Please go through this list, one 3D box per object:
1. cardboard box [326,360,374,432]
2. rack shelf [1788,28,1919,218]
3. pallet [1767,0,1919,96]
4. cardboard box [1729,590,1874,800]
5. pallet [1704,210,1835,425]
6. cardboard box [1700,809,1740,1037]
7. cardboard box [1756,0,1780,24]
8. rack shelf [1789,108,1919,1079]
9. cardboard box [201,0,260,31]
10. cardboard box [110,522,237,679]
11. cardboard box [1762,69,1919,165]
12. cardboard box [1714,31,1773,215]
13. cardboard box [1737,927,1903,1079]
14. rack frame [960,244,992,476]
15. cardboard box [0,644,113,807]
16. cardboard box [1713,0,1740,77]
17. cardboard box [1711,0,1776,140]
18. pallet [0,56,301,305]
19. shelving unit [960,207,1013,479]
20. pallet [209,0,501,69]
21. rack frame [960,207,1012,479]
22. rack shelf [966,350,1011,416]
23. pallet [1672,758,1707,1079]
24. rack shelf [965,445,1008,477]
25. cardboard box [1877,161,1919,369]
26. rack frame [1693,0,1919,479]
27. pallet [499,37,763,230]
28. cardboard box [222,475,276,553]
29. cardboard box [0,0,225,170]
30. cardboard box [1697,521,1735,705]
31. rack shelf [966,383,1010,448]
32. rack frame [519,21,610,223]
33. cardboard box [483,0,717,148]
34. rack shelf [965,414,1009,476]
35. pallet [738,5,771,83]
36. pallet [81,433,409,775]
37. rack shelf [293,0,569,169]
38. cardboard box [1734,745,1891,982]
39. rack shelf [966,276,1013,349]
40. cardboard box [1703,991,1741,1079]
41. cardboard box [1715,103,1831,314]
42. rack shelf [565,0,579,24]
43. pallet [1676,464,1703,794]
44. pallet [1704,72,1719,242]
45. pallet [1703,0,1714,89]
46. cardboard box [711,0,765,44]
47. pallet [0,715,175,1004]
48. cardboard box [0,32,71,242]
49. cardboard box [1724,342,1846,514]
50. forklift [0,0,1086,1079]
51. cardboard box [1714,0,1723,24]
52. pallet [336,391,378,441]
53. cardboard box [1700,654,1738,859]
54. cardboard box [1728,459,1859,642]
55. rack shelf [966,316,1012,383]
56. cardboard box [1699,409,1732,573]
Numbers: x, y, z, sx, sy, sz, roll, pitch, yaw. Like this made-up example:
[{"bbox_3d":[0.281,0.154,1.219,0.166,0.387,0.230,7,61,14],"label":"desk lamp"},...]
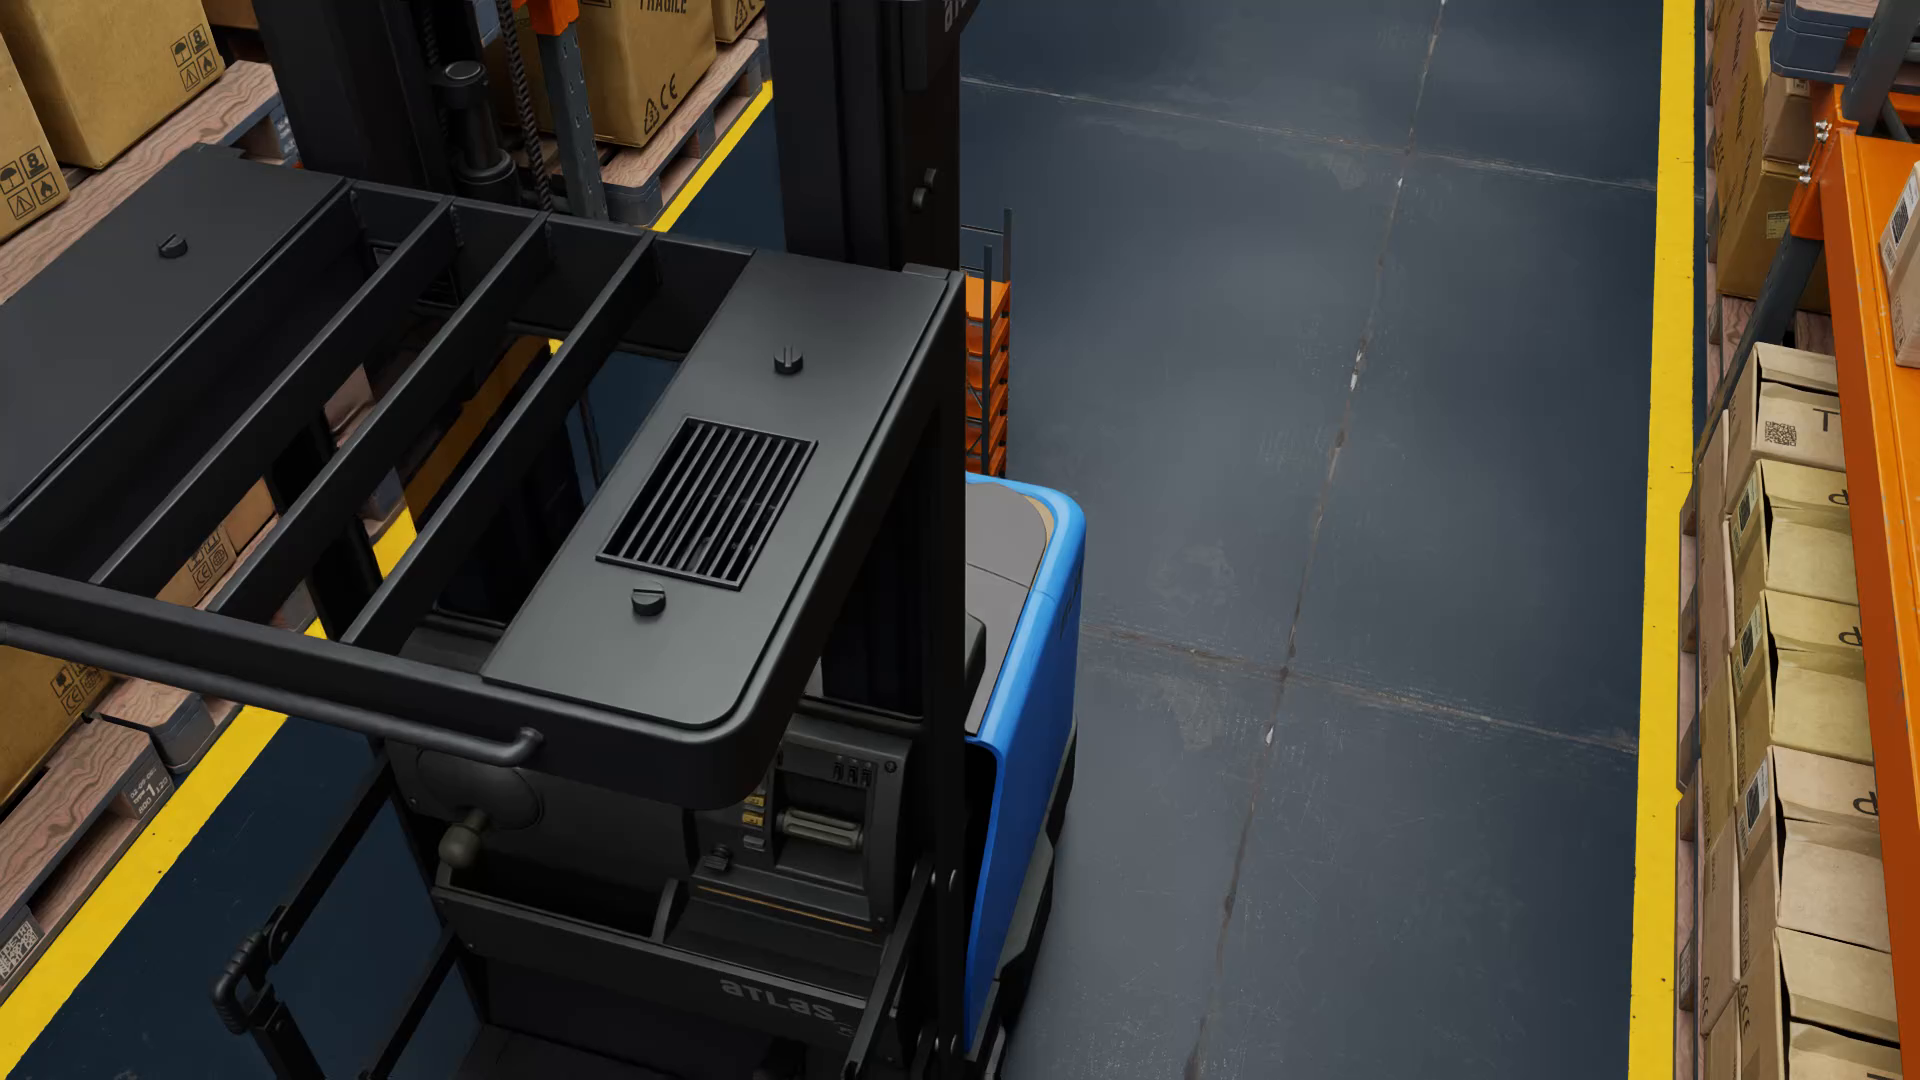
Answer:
[{"bbox_3d":[-2.258,-0.711,5.304,0.700,0.500,0.500,12,46,12],"label":"cardboard box"},{"bbox_3d":[3.505,-2.286,5.955,1.077,0.370,4.000,13,46,13],"label":"rack shelf"},{"bbox_3d":[3.038,-1.608,4.886,1.213,0.211,1.003,13,46,13],"label":"pallet"},{"bbox_3d":[2.154,0.401,3.960,0.500,0.311,0.500,11,46,11],"label":"cardboard box"},{"bbox_3d":[3.162,-0.703,5.817,1.003,0.211,1.213,13,46,13],"label":"pallet"},{"bbox_3d":[2.003,0.935,3.816,0.500,0.250,0.500,13,46,13],"label":"cardboard box"},{"bbox_3d":[3.278,-2.136,6.225,0.500,0.250,0.500,12,46,12],"label":"cardboard box"},{"bbox_3d":[2.294,0.381,3.231,1.077,0.370,4.000,13,46,13],"label":"rack shelf"},{"bbox_3d":[-2.099,-1.756,4.513,0.700,0.500,0.500,9,45,9],"label":"cardboard box"},{"bbox_3d":[-2.525,-0.035,4.614,0.700,0.500,0.500,13,46,13],"label":"cardboard box"},{"bbox_3d":[2.972,-1.453,5.527,0.500,0.250,0.500,14,46,14],"label":"cardboard box"},{"bbox_3d":[3.116,-1.492,6.102,0.500,0.500,0.500,11,45,11],"label":"cardboard box"},{"bbox_3d":[1.843,1.078,3.269,0.500,0.311,0.500,12,46,12],"label":"cardboard box"},{"bbox_3d":[-0.032,-0.358,4.758,0.240,1.200,0.006,13,46,12],"label":"rack frame"},{"bbox_3d":[-2.718,0.297,4.275,0.700,0.500,0.500,12,46,12],"label":"cardboard box"},{"bbox_3d":[3.423,-2.180,6.805,0.500,0.500,0.500,13,46,13],"label":"cardboard box"},{"bbox_3d":[3.269,-1.843,6.461,0.500,0.500,0.500,11,45,11],"label":"cardboard box"},{"bbox_3d":[-2.383,-0.860,4.121,1.003,0.211,1.213,13,46,13],"label":"pallet"},{"bbox_3d":[-0.004,-0.419,4.821,0.258,1.200,0.189,13,46,12],"label":"shelving unit"},{"bbox_3d":[-1.937,-1.690,4.970,1.213,0.211,1.003,13,46,13],"label":"pallet"},{"bbox_3d":[0.023,-0.480,4.883,0.240,1.200,0.006,13,46,12],"label":"rack frame"},{"bbox_3d":[-0.004,-0.473,4.768,0.258,0.103,0.180,13,46,12],"label":"rack shelf"},{"bbox_3d":[2.242,1.138,3.936,1.003,0.211,1.213,13,46,13],"label":"pallet"},{"bbox_3d":[-0.004,-0.216,5.019,0.258,0.103,0.180,13,46,12],"label":"rack shelf"},{"bbox_3d":[2.444,-0.623,3.805,0.500,0.311,0.500,12,46,12],"label":"cardboard box"},{"bbox_3d":[2.900,-1.210,4.342,1.000,3.000,0.127,13,46,13],"label":"rack frame"},{"bbox_3d":[-1.512,-1.769,6.907,1.003,0.211,1.213,13,46,13],"label":"pallet"},{"bbox_3d":[-2.381,-0.373,4.960,0.700,0.500,0.500,12,46,12],"label":"cardboard box"},{"bbox_3d":[-2.311,-1.299,4.047,0.700,0.500,0.500,13,46,13],"label":"cardboard box"},{"bbox_3d":[2.310,0.245,4.521,0.500,0.250,0.500,11,46,11],"label":"cardboard box"},{"bbox_3d":[-0.004,-0.387,4.852,0.258,0.103,0.180,13,46,12],"label":"rack shelf"},{"bbox_3d":[-1.822,-2.256,5.411,1.000,3.000,0.127,13,46,13],"label":"rack frame"},{"bbox_3d":[-1.475,-2.101,6.489,0.750,0.750,0.750,12,46,12],"label":"cardboard box"},{"bbox_3d":[-0.004,-0.302,4.936,0.258,0.103,0.180,13,46,12],"label":"rack shelf"},{"bbox_3d":[-1.141,-2.580,7.735,1.003,0.211,1.213,13,46,13],"label":"pallet"},{"bbox_3d":[-2.432,0.071,5.026,1.003,0.211,1.213,13,46,13],"label":"pallet"},{"bbox_3d":[-2.428,-0.666,4.300,1.077,0.370,4.000,13,46,13],"label":"rack shelf"},{"bbox_3d":[1.999,0.744,3.610,0.500,0.311,0.500,12,46,12],"label":"cardboard box"},{"bbox_3d":[-0.004,-0.645,4.600,0.258,0.103,0.180,13,46,12],"label":"rack shelf"},{"bbox_3d":[1.847,1.273,3.470,0.500,0.250,0.500,13,46,13],"label":"cardboard box"},{"bbox_3d":[2.959,-1.147,5.750,0.500,0.500,0.500,14,46,14],"label":"cardboard box"},{"bbox_3d":[-1.217,-3.332,7.025,1.077,0.370,4.000,13,46,13],"label":"rack shelf"},{"bbox_3d":[2.613,0.327,4.764,1.003,0.211,1.213,13,46,13],"label":"pallet"},{"bbox_3d":[3.533,-1.513,6.646,1.003,0.211,1.213,13,46,13],"label":"pallet"},{"bbox_3d":[3.901,-2.329,7.479,1.003,0.211,1.213,13,46,13],"label":"pallet"},{"bbox_3d":[-1.203,-2.683,7.084,0.750,0.750,0.750,12,46,12],"label":"cardboard box"},{"bbox_3d":[-2.799,0.887,4.192,1.003,0.211,1.213,13,46,13],"label":"pallet"},{"bbox_3d":[-2.501,-0.932,3.671,0.700,0.500,0.500,19,47,18],"label":"cardboard box"},{"bbox_3d":[2.461,-0.291,4.667,0.500,0.311,0.500,14,46,14],"label":"cardboard box"},{"bbox_3d":[-0.597,0.508,2.636,1.130,2.935,3.031,12,46,12],"label":"forklift"},{"bbox_3d":[3.581,-2.511,7.144,0.500,0.500,0.500,13,46,13],"label":"cardboard box"},{"bbox_3d":[-2.060,-0.739,5.854,1.003,0.211,1.213,13,46,13],"label":"pallet"},{"bbox_3d":[2.158,0.593,4.165,0.500,0.250,0.500,11,46,11],"label":"cardboard box"},{"bbox_3d":[2.310,0.061,4.307,0.500,0.311,0.500,11,46,12],"label":"cardboard box"},{"bbox_3d":[-0.004,-0.559,4.684,0.258,0.103,0.180,13,46,12],"label":"rack shelf"},{"bbox_3d":[2.461,-0.090,4.863,0.500,0.250,0.500,12,46,12],"label":"cardboard box"}]
